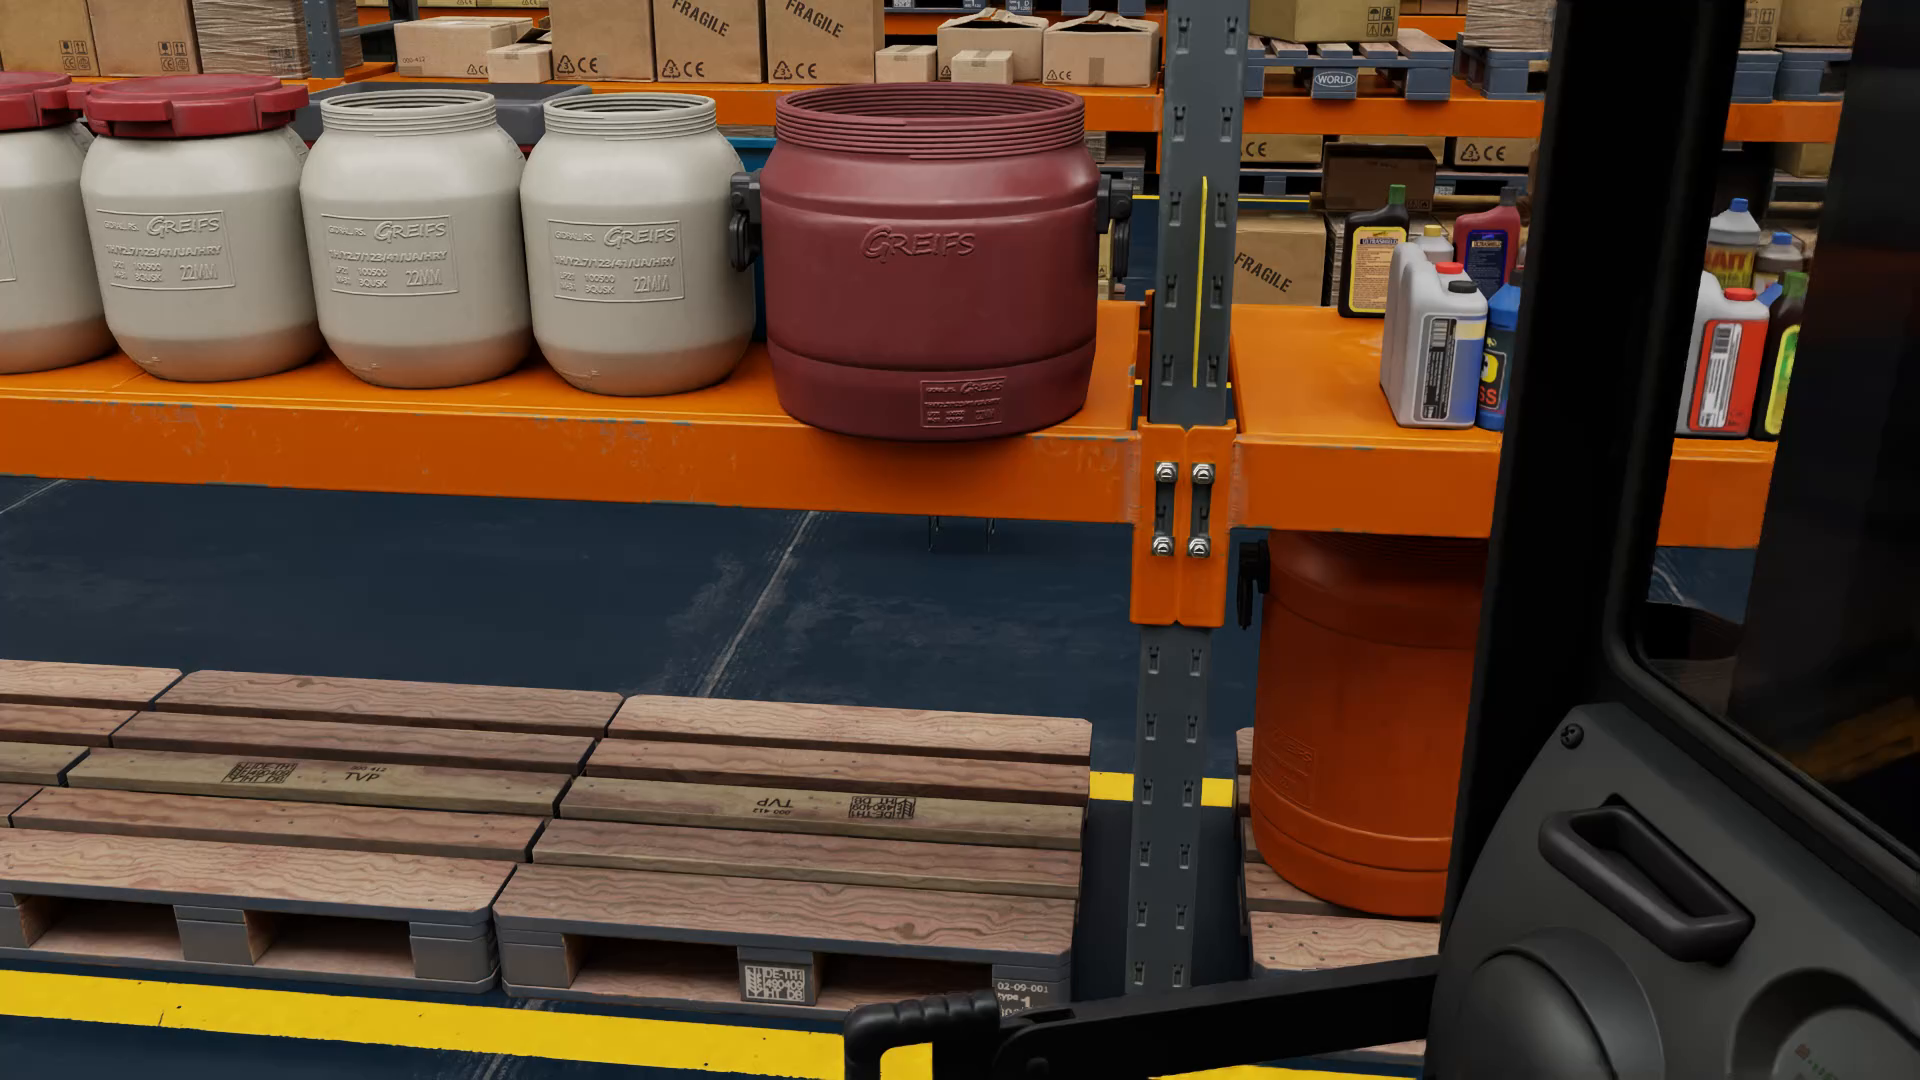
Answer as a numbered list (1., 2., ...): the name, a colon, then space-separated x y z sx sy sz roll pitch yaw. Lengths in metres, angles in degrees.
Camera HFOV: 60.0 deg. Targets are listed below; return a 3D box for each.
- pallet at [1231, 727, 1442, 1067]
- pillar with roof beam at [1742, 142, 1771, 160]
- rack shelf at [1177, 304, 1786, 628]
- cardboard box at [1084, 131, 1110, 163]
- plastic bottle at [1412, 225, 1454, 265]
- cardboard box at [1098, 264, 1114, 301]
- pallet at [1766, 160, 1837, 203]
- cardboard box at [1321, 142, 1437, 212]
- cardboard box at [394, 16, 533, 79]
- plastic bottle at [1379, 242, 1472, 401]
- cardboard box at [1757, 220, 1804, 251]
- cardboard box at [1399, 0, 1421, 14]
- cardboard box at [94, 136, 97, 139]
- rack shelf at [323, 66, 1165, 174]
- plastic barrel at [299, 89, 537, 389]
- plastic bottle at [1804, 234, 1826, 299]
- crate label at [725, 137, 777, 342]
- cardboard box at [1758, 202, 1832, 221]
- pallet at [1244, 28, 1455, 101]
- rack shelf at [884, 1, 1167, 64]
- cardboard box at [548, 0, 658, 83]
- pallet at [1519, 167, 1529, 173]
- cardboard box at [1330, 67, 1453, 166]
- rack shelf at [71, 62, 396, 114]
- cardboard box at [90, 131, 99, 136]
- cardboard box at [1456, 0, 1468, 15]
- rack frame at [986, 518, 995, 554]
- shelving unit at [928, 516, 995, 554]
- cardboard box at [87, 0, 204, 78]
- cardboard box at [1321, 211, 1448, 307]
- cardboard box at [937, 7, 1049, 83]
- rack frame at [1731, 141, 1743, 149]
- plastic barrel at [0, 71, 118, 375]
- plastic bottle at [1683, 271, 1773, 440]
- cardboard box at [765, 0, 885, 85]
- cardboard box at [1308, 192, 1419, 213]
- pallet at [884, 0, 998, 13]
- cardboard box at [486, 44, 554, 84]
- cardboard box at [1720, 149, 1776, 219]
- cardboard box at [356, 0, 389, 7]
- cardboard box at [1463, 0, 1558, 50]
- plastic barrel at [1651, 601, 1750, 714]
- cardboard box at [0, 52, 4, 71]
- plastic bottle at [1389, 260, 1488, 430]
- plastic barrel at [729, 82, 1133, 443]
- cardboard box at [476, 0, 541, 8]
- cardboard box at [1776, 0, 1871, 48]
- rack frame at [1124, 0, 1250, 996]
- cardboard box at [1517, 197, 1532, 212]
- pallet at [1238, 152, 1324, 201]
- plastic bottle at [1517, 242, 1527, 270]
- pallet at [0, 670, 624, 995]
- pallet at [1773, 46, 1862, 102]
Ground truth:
1. pallet: 1.233 0.775 3.693 1.213 0.211 1.003 2 22 6
2. pillar with roof beam: 5.874 -5.489 7.583 0.400 9.000 9.100 2 22 6
3. rack shelf: 2.431 -0.120 3.142 4.000 0.370 1.077 2 22 6
4. cardboard box: 0.890 -3.212 12.787 0.500 0.500 0.700 3 22 7
5. plastic bottle: 1.010 -0.575 3.585 0.097 0.201 0.097 0 22 0
6. cardboard box: 0.481 -1.200 8.063 0.500 0.250 0.500 3 22 8
7. pallet: 6.329 -2.627 12.297 1.213 0.211 1.003 2 22 6
8. cardboard box: 2.045 -1.784 8.155 0.500 0.250 0.500 3 22 8
9. cardboard box: -2.446 -2.447 8.254 0.500 0.250 0.500 4 22 10
10. plastic bottle: 0.855 -0.402 3.046 0.135 0.276 0.152 2 22 6
11. cardboard box: 3.493 -1.181 7.650 0.500 0.500 0.500 3 22 7
12. cardboard box: 3.192 -3.906 12.055 0.250 0.149 0.380 3 22 7
13. cardboard box: -4.419 -1.774 8.496 0.500 0.500 0.500 2 22 6
14. rack shelf: -0.954 -2.101 8.153 4.000 0.370 1.077 2 22 6
15. plastic barrel: -1.020 -0.578 3.169 0.421 0.512 0.421 0 22 0
16. plastic bottle: 1.819 -0.540 3.496 0.097 0.201 0.097 0 22 0
17. crate label: -0.510 -0.699 3.580 0.616 0.435 0.502 2 22 6
18. cardboard box: 4.021 -1.347 8.069 0.500 0.500 0.500 3 22 7
19. pallet: 1.713 -2.256 7.828 1.003 0.211 1.213 2 22 6
20. rack shelf: -0.375 -3.910 12.728 4.000 0.370 1.077 2 22 6
21. cardboard box: -1.656 -2.507 8.065 0.500 0.500 0.500 4 22 10
22. pallet: 4.808 -2.694 12.467 1.213 0.211 1.003 2 22 6
23. cardboard box: 3.195 -3.234 12.392 0.750 0.750 0.750 2 22 6
24. rack shelf: -4.926 -2.274 8.591 4.000 0.370 1.077 2 22 6
25. cardboard box: -4.357 -1.965 8.980 0.500 0.500 0.500 2 22 6
26. cardboard box: 3.695 -3.875 11.977 0.250 0.149 0.380 3 22 8
27. rack frame: 0.109 -0.414 5.762 0.006 0.900 0.240 2 22 6
28. shelving unit: 0.008 -0.418 5.773 0.210 0.900 0.258 2 22 6
29. cardboard box: -3.906 -2.606 8.316 0.500 0.500 0.700 2 22 6
30. cardboard box: 1.971 -1.247 7.815 0.500 0.500 0.500 2 22 4
31. cardboard box: 0.167 -2.417 8.095 0.500 0.311 0.500 2 22 6
32. rack frame: 5.583 -3.985 11.940 0.127 3.000 1.000 2 22 6
33. plastic barrel: -1.874 -0.624 3.253 0.433 0.535 0.433 0 22 0
34. plastic bottle: 1.296 -0.326 2.855 0.135 0.276 0.152 2 22 6
35. cardboard box: -0.636 -2.462 7.952 0.500 0.500 0.500 1 22 3
36. cardboard box: 1.988 -1.437 8.295 0.500 0.500 0.500 3 22 8
37. pallet: -0.359 -4.140 12.591 1.213 0.211 1.003 2 22 6
38. cardboard box: -2.084 -2.293 8.000 0.250 0.149 0.380 2 22 6
39. cardboard box: 3.559 -1.720 7.993 0.500 0.250 0.500 3 22 6
40. cardboard box: -4.362 -4.243 12.768 0.500 0.250 0.500 3 22 7
41. cardboard box: 2.556 -2.496 7.465 0.500 0.500 0.700 7 23 16
42. plastic barrel: 1.504 0.427 3.591 0.421 0.512 0.421 0 22 0
43. cardboard box: -4.913 -2.651 8.430 0.500 0.500 0.700 3 22 8
44. plastic bottle: 0.837 -0.347 2.905 0.135 0.276 0.152 2 22 6
45. plastic barrel: -0.051 -0.514 2.974 0.708 0.536 0.600 2 22 6
46. cardboard box: -3.361 -4.205 12.673 0.500 0.250 0.500 3 22 7
47. cardboard box: 3.870 -2.527 7.544 0.500 0.500 0.700 6 22 15
48. rack frame: 0.445 -0.541 3.228 0.127 3.000 1.000 2 22 6
49. cardboard box: 3.024 -1.394 8.187 0.500 0.500 0.500 2 22 4
50. pallet: 2.385 -2.800 12.734 1.213 0.211 1.003 2 22 6
51. plastic bottle: 1.239 -0.565 3.560 0.097 0.201 0.097 0 22 0
52. pallet: -1.528 0.654 3.997 1.213 0.211 1.003 2 22 6
53. pallet: 4.223 -2.161 7.588 1.213 0.211 1.003 2 22 6
